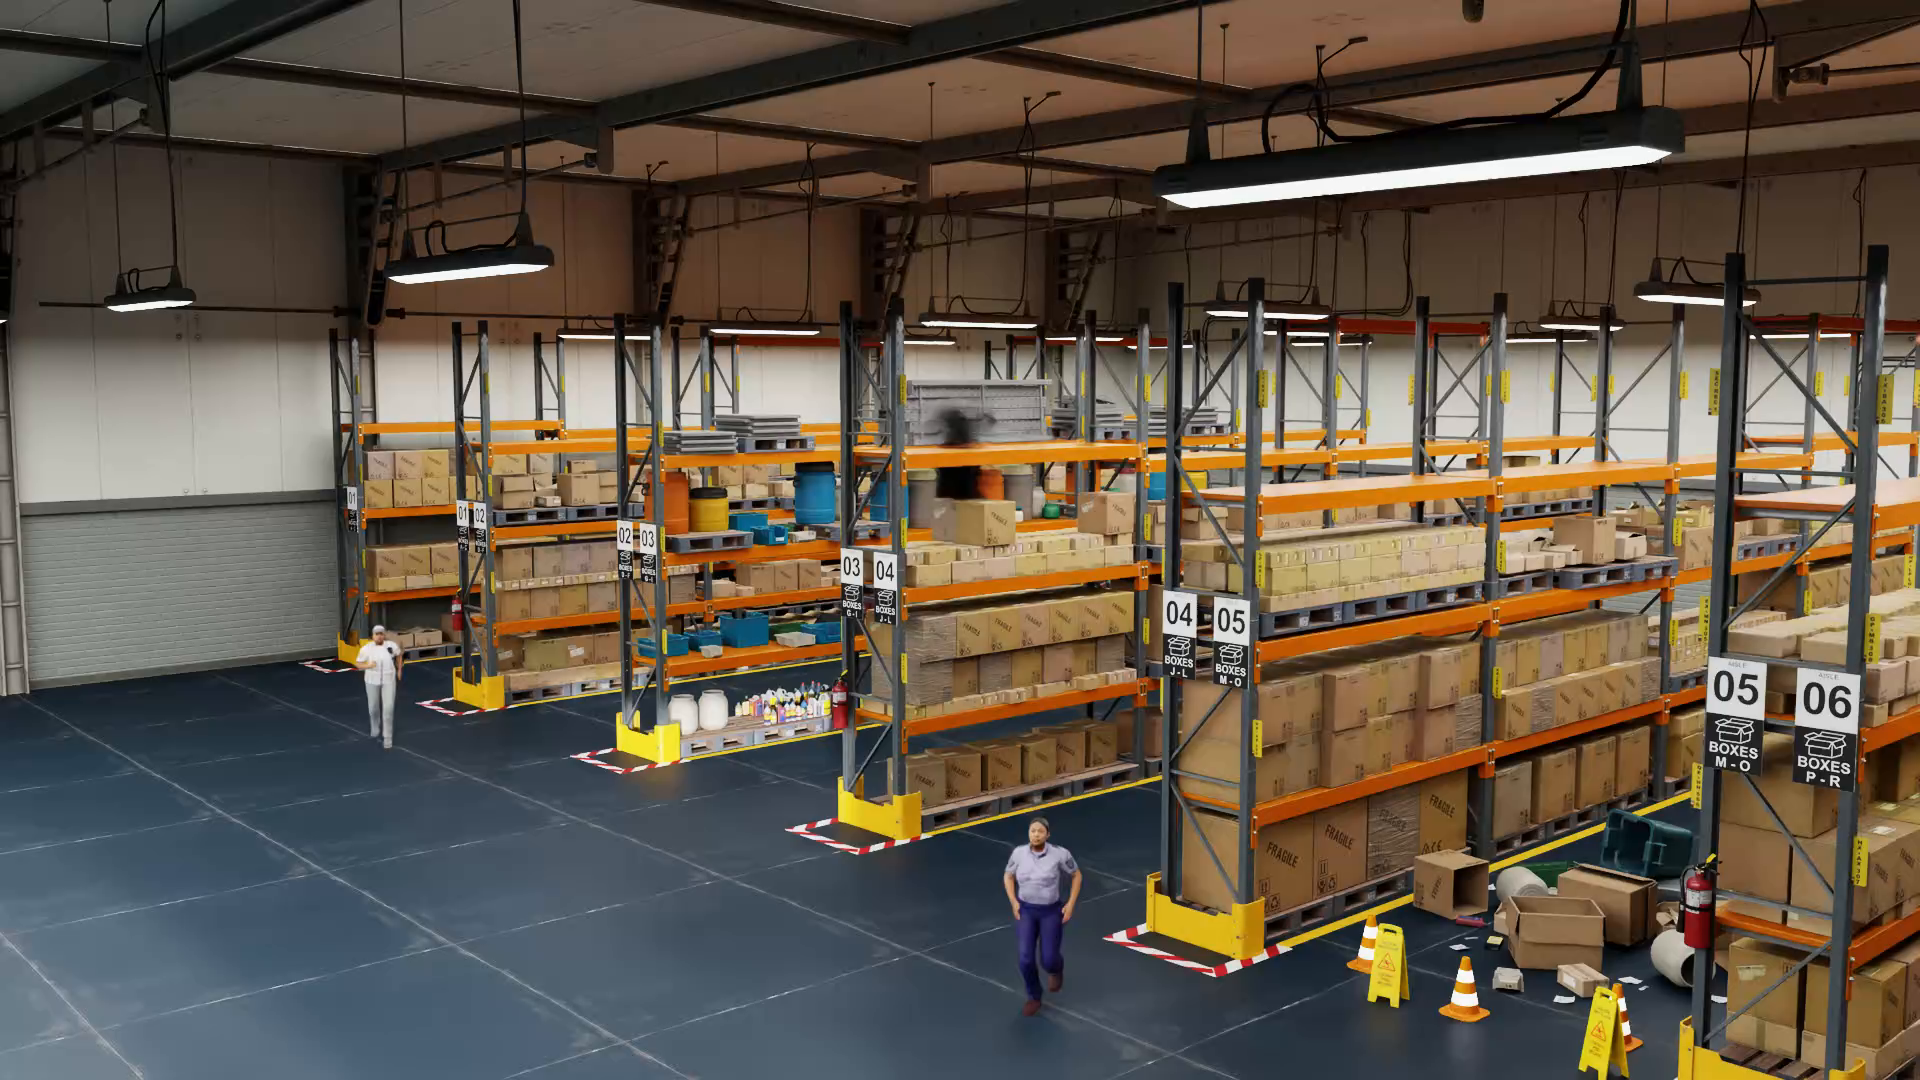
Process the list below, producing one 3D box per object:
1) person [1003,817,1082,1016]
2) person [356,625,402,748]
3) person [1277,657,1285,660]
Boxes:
[{"bbox_3d":[0.668,3.038,13.576,0.639,1.607,0.573,1,6,12],"label":"person"},{"bbox_3d":[-8.136,2.014,23.330,0.632,1.673,0.902,-2,6,-22],"label":"person"},{"bbox_3d":[3.702,2.163,19.147,0.717,1.747,0.644,5,8,43],"label":"person"}]
